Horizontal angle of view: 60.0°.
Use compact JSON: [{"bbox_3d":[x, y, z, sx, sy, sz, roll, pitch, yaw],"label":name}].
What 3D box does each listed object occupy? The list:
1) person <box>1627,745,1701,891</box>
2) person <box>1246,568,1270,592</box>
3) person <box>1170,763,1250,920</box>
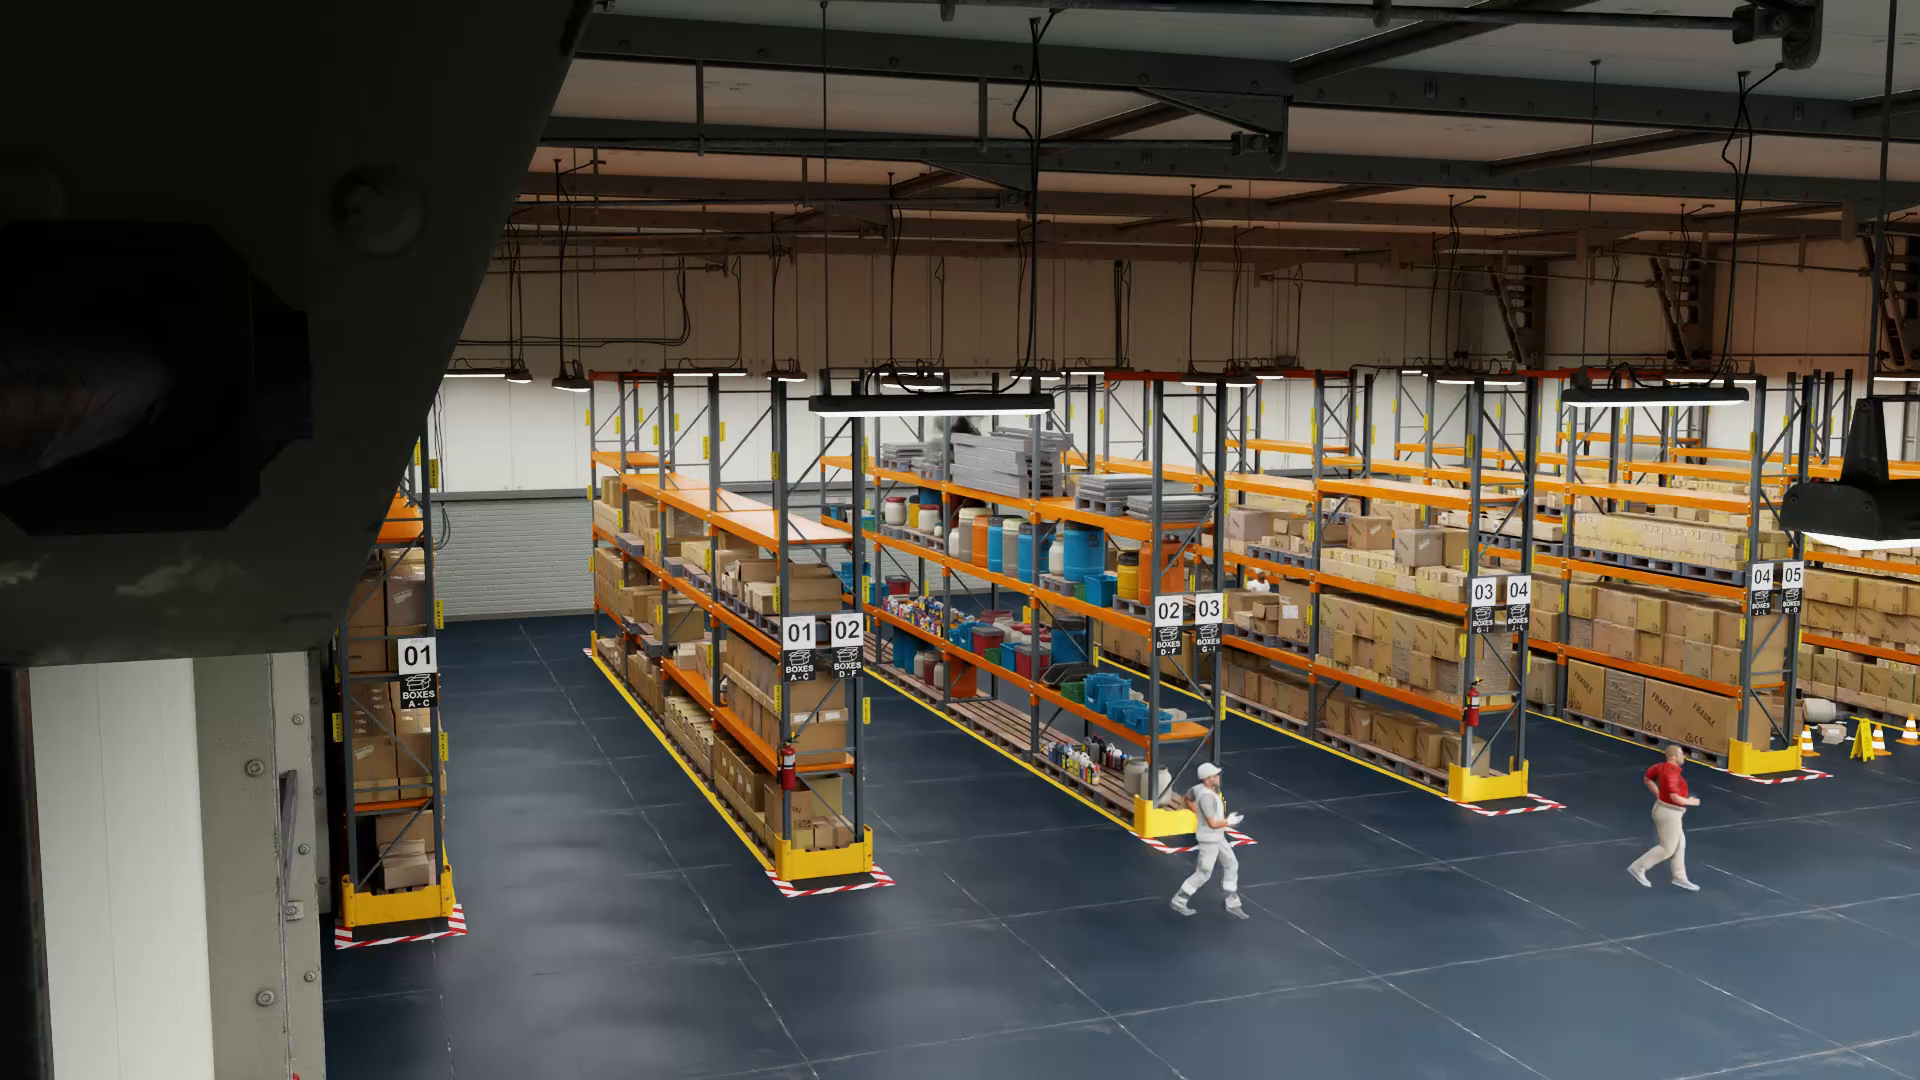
[{"bbox_3d":[8.348,3.287,19.672,0.867,1.755,0.686,1,6,8],"label":"person"},{"bbox_3d":[6.511,1.448,36.132,0.702,1.735,0.741,-3,7,-26],"label":"person"},{"bbox_3d":[2.812,3.378,18.625,0.893,1.812,0.669,1,6,10],"label":"person"}]
